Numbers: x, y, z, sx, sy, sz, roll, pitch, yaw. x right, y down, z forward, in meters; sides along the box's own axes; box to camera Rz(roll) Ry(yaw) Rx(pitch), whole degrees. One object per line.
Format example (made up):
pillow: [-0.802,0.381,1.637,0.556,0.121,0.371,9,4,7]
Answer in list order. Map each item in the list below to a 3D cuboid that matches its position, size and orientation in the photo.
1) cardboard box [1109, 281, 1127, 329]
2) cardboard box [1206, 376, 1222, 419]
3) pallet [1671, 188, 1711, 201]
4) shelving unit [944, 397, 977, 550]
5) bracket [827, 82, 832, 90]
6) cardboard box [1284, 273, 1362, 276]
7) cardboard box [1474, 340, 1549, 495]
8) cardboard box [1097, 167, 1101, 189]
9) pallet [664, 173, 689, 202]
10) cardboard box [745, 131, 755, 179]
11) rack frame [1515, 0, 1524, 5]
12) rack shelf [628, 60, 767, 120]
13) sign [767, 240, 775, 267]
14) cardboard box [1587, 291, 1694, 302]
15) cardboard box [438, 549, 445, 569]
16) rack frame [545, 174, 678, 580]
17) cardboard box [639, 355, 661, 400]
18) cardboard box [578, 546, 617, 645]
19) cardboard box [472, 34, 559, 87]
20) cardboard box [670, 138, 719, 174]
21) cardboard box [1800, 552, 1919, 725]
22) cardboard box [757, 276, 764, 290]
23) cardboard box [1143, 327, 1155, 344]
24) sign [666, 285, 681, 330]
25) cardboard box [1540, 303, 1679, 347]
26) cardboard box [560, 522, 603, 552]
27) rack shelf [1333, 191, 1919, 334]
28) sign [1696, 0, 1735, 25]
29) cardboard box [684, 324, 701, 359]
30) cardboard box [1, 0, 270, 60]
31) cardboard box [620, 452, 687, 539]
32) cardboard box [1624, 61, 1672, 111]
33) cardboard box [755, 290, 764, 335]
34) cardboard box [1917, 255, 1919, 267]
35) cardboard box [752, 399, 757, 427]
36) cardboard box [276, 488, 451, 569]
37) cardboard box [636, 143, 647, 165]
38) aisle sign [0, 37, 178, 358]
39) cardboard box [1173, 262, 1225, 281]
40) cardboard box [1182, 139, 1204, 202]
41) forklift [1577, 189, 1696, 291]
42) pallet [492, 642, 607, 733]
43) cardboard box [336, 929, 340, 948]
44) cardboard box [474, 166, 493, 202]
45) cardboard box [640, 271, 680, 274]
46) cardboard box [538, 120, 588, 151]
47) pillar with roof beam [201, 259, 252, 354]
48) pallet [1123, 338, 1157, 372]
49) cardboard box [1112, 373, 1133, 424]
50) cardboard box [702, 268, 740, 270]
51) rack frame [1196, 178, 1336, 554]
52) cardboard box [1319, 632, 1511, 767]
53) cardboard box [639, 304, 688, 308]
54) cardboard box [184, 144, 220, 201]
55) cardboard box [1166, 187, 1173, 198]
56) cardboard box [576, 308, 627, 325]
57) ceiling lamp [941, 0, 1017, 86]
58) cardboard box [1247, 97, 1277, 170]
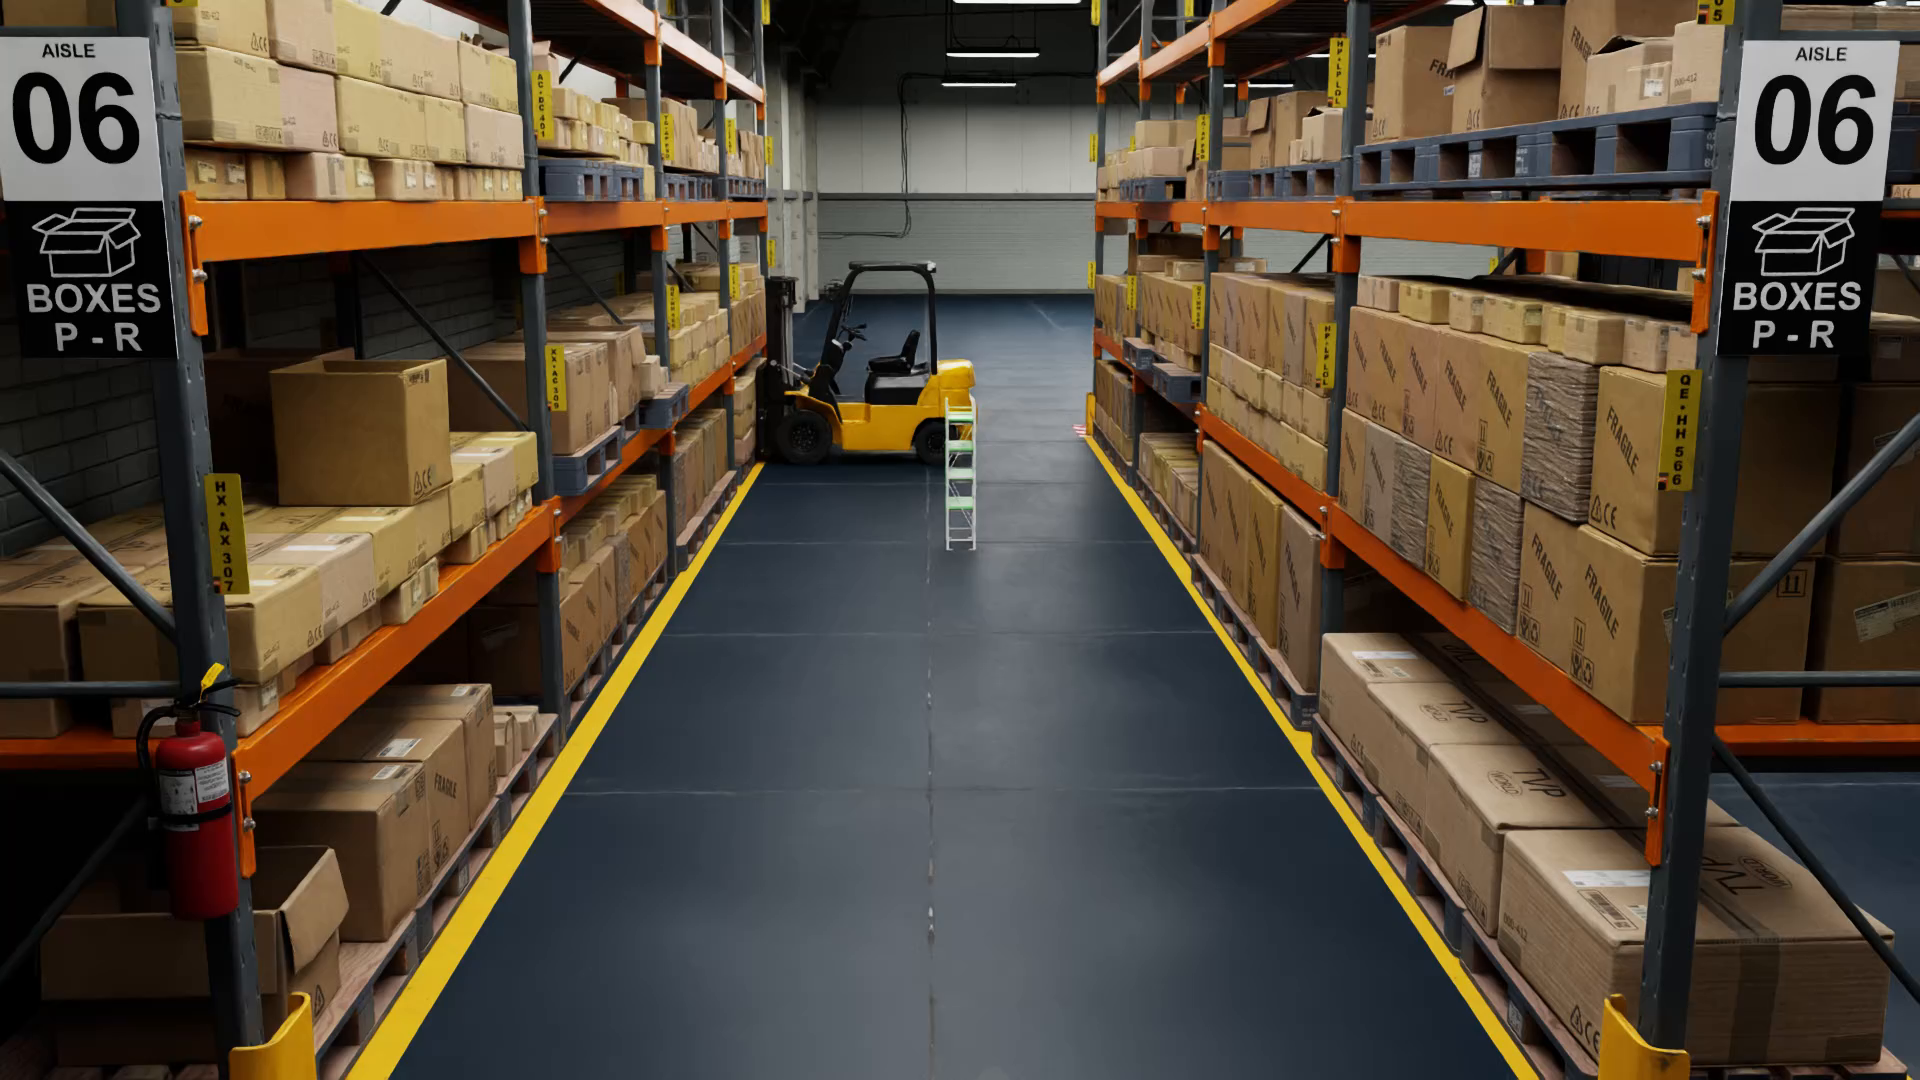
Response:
cardboard box: [1.919,-2.584,18.252,0.500,0.500,0.500,0,11,-2]
cardboard box: [2.066,-1.028,11.957,0.500,0.250,0.500,0,11,-2]
pallet: [7.240,-3.229,15.369,0.805,0.209,1.217,-1,11,-3]
shelving unit: [0.003,-0.555,13.778,0.258,1.200,0.503,0,11,-1]
bracket: [-4.029,-13.849,50.637,0.235,0.232,0.430,0,11,-1]
cardboard box: [2.580,-1.637,11.816,0.500,0.500,0.500,-1,11,-3]
cardboard box: [2.178,-0.445,5.943,0.500,0.500,0.500,0,11,-1]
cardboard box: [1.887,-4.231,19.455,0.500,0.250,0.500,0,11,-2]
pallet: [-2.758,-2.690,12.707,1.213,0.211,1.003,0,11,1]
cardboard box: [-2.646,-4.251,18.367,0.700,0.500,0.500,0,11,-1]
rack frame: [7.089,-5.770,19.868,1.000,3.000,0.127,0,11,-1]
rack shelf: [-2.779,-4.763,17.717,1.077,0.370,4.000,0,11,-1]
sign: [-2.277,-3.452,20.020,0.100,0.325,0.005,0,11,-1]
cardboard box: [2.698,-0.898,6.544,0.380,0.149,0.250,0,11,-1]
cardboard box: [-2.351,0.060,6.850,0.380,0.149,0.250,0,11,0]
rack frame: [-2.655,-1.178,12.323,1.000,3.000,0.127,0,11,-1]
cardboard box: [-2.309,-1.102,11.269,0.500,0.250,0.500,-1,11,-4]
cardboard box: [-2.384,0.334,10.100,0.500,0.500,0.500,-1,11,-3]
cardboard box: [-2.229,-2.395,8.310,0.396,0.266,0.258,0,11,-2]
cardboard box: [-2.479,-3.512,15.197,0.500,0.311,0.500,-1,11,-3]
cardboard box: [2.750,0.245,5.055,0.500,0.500,0.500,0,11,-2]
cardboard box: [-2.498,-3.017,19.503,0.380,0.149,0.250,0,11,0]
cardboard box: [1.917,-1.916,15.537,0.380,0.149,0.250,0,11,0]
sign: [-2.112,-1.711,12.236,0.100,0.325,0.005,0,11,-1]
cardboard box: [2.248,-0.740,5.767,0.380,0.149,0.250,0,11,-2]
cardboard box: [-2.403,-0.014,10.181,0.380,0.149,0.250,0,11,1]
rack shelf: [2.432,-1.124,6.321,1.077,0.370,4.000,0,11,-1]
sign: [1.930,-1.475,4.213,0.100,0.325,0.005,0,11,-1]
cardboard box: [-2.422,-1.643,13.732,0.500,0.250,0.500,-1,11,-3]
cardboard box: [-2.247,-1.465,4.562,0.500,0.250,0.500,0,11,-2]
cardboard box: [-2.654,-0.344,13.129,0.875,0.625,0.625,0,11,1]
cardboard box: [2.285,-1.383,5.112,0.380,0.149,0.250,-1,12,-6]
cardboard box: [-2.546,-2.618,19.166,0.500,0.500,0.500,0,11,1]
cardboard box: [11.789,-3.405,19.783,0.500,0.500,0.500,0,11,-1]
cardboard box: [-2.450,-1.374,17.891,0.500,0.250,0.500,0,11,-2]
cardboard box: [-2.286,-0.054,6.411,0.500,0.250,0.500,-1,11,-3]
cardboard box: [-2.407,-2.701,11.657,0.380,0.149,0.250,0,11,0]
aisle sign: [-2.194,-0.850,4.165,0.394,0.787,0.004,0,11,-1]
cardboard box: [1.992,-2.242,13.879,0.380,0.149,0.250,-1,11,-4]
cardboard box: [2.248,-3.023,13.613,0.797,0.503,0.637,0,11,-1]
forklift: [5.642,-1.305,13.118,3.031,2.935,1.130,1,12,7]
pallet: [-2.627,0.822,9.477,1.003,0.211,1.213,0,11,-1]
cardboard box: [-2.377,1.397,5.744,0.380,0.149,0.250,-1,11,-3]
cardboard box: [-2.270,-1.558,7.281,0.380,0.149,0.250,0,11,1]
cardboard box: [-3.096,-2.700,17.195,0.380,0.149,0.250,0,11,-2]
cardboard box: [-2.151,-2.098,8.634,0.380,0.149,0.250,0,11,-1]
pillar with roof beam: [0.845,-3.199,7.194,9.100,9.000,0.400,0,11,-1]
pallet: [2.096,-1.748,15.614,1.003,0.211,1.213,0,11,-1]
cardboard box: [1.921,-1.539,18.076,0.500,0.500,0.500,0,11,2]
cardboard box: [-2.576,-2.856,17.961,0.380,0.149,0.250,0,11,-1]
rack frame: [2.308,-1.199,12.427,1.000,3.000,0.127,0,11,-1]
cardboard box: [2.296,0.771,8.103,0.875,0.438,0.875,0,11,-2]
cardboard box: [-2.506,-1.918,14.084,0.380,0.149,0.250,0,11,-1]
cardboard box: [-2.263,-0.999,4.528,0.380,0.149,0.250,0,11,0]
cardboard box: [1.913,-3.403,16.376,0.380,0.149,0.250,0,11,-1]
cardboard box: [-2.928,-1.813,13.569,0.380,0.149,0.250,0,11,-1]
ceiling lamp: [0.502,-13.642,43.989,2.000,3.185,0.800,0,11,-1]
cardboard box: [2.467,-2.852,11.710,0.797,0.503,0.637,-1,12,-5]
